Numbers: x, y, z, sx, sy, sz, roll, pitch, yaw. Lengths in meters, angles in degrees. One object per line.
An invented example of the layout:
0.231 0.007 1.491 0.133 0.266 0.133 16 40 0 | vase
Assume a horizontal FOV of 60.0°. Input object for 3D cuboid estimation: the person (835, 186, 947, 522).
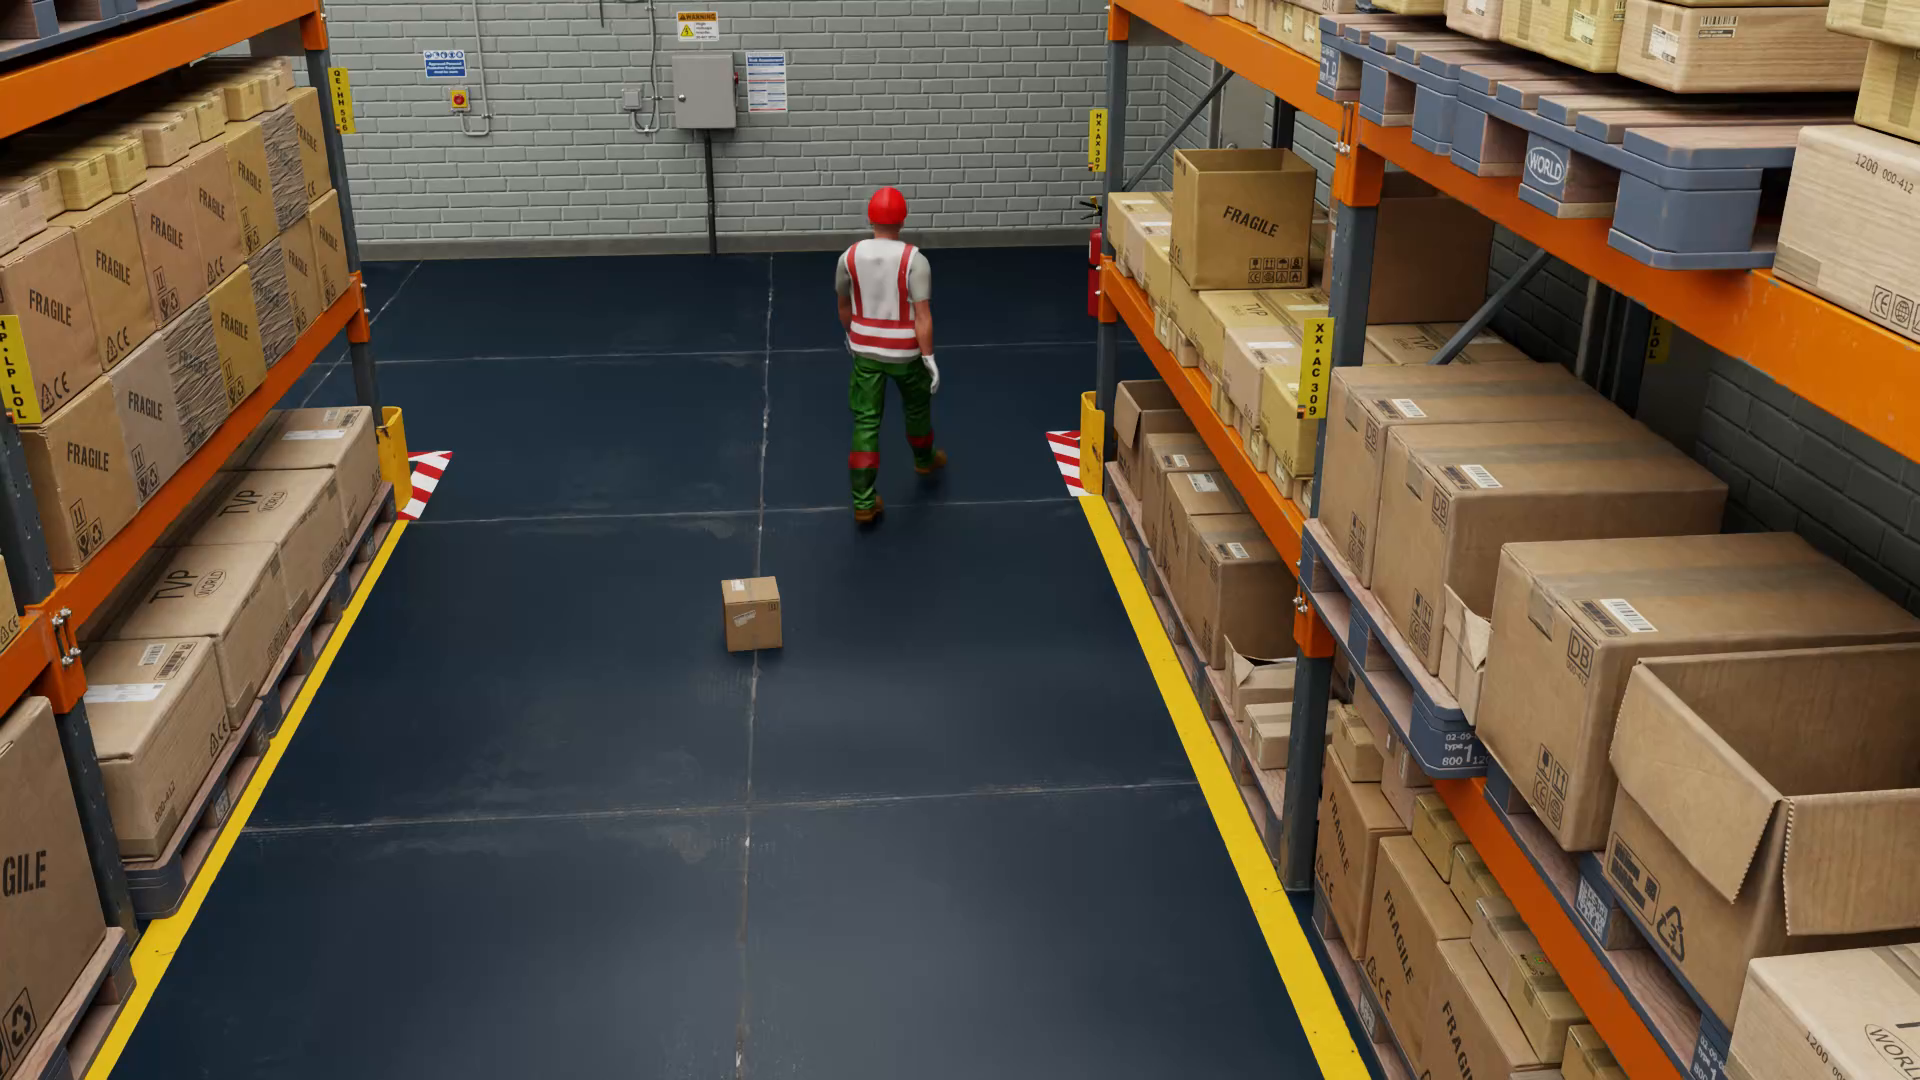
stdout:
-0.359 -1.069 8.983 0.588 1.727 1.036 4 24 8 | person
